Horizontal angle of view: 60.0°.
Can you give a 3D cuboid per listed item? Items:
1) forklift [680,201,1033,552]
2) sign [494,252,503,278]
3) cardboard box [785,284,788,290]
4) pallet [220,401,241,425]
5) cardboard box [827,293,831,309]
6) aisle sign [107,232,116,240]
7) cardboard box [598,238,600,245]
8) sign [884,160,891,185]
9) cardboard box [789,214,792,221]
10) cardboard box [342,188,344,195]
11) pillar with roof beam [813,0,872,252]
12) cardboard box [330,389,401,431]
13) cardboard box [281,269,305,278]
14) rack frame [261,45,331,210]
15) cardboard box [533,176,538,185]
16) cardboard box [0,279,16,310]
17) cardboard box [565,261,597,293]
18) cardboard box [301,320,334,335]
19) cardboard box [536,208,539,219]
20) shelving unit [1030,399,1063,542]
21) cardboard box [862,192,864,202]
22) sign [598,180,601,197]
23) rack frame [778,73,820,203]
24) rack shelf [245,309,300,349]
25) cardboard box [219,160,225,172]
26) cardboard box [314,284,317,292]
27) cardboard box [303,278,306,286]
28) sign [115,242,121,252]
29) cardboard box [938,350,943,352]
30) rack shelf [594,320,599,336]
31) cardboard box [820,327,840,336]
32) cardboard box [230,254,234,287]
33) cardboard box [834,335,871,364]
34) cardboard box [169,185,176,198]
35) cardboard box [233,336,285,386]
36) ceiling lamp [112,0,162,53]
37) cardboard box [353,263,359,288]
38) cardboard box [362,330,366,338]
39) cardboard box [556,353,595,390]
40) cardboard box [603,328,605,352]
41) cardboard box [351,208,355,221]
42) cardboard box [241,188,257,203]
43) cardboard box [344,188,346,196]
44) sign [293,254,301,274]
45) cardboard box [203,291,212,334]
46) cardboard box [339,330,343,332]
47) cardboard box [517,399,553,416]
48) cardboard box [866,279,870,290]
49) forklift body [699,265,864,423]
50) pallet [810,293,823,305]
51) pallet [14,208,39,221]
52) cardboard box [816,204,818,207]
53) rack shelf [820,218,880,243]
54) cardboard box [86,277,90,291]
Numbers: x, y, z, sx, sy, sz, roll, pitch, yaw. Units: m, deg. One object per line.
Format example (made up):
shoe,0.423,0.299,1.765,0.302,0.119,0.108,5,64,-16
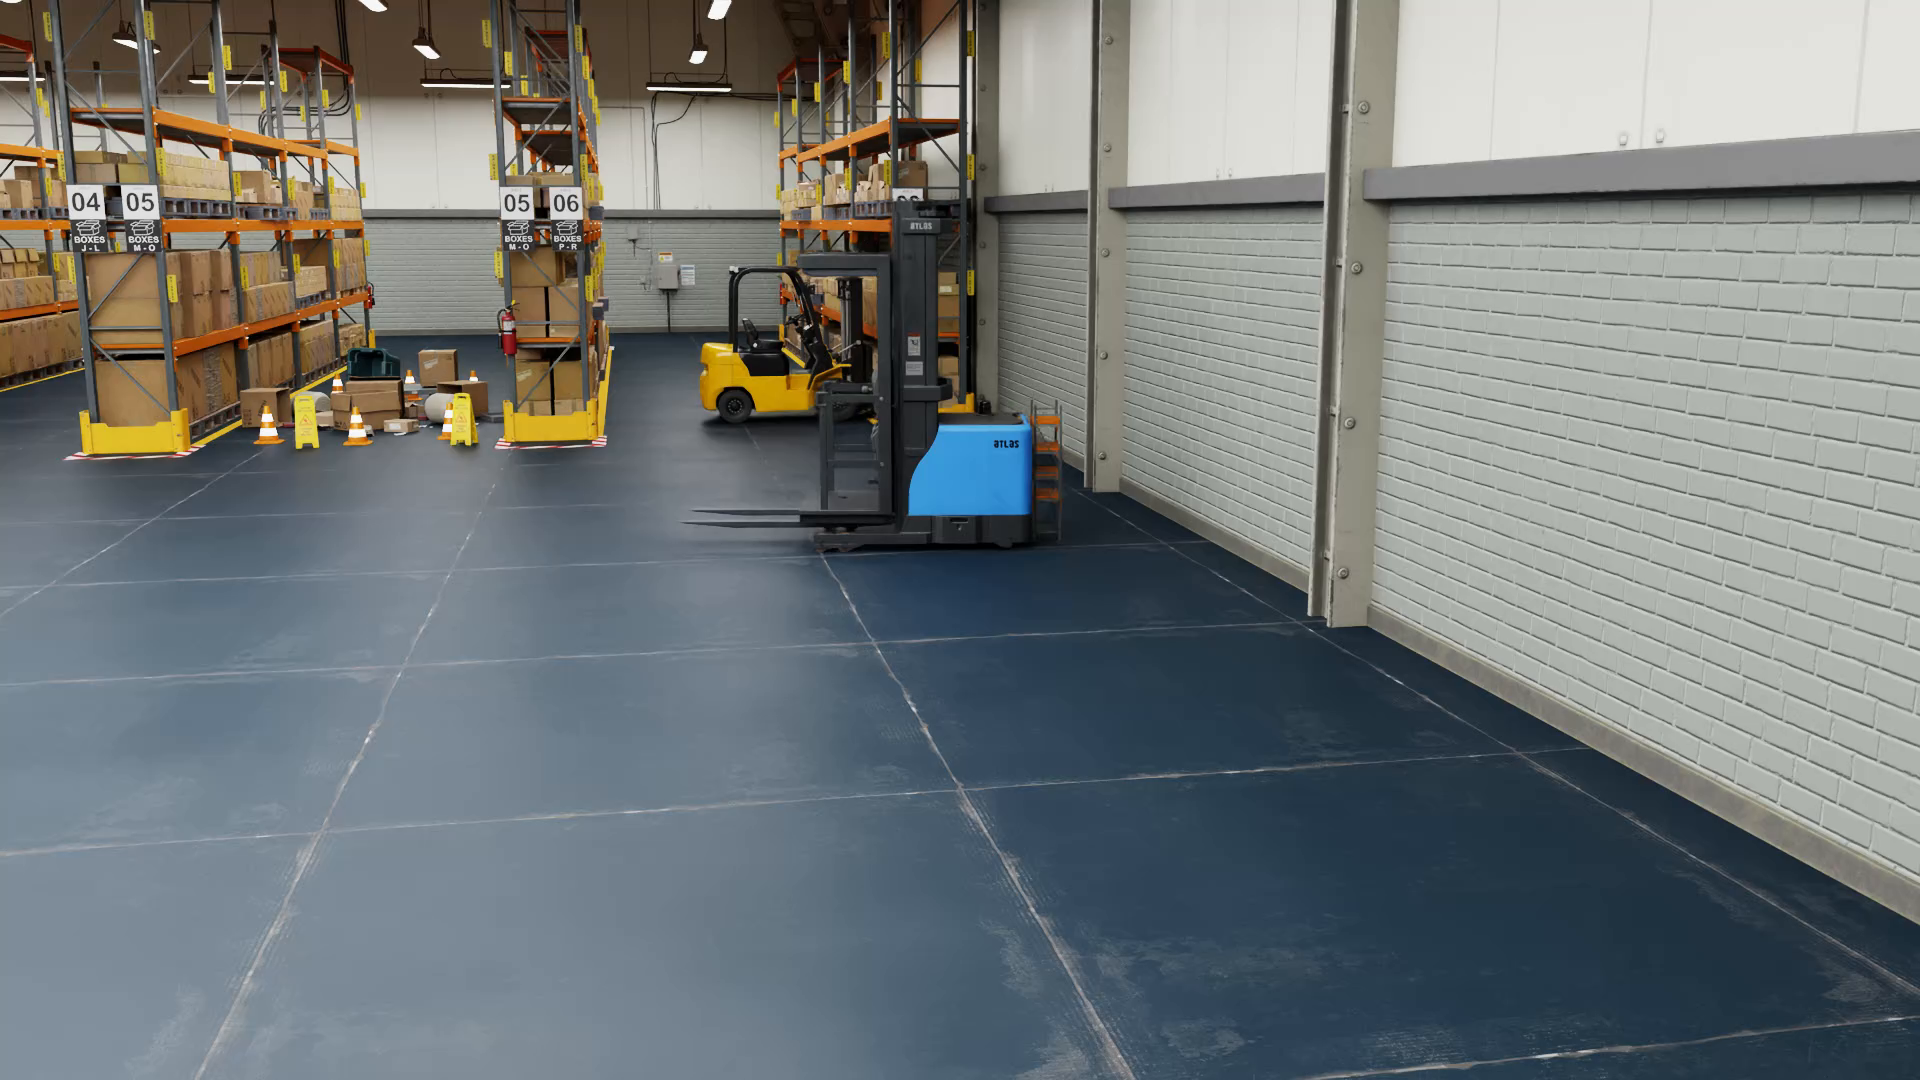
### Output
forklift,-0.897,-1.439,14.419,3.031,2.935,1.130,0,11,-1
sign,-5.825,-3.477,21.000,0.100,0.325,0.005,-2,11,-11
cardboard box,-3.726,-5.691,37.248,0.380,0.149,0.250,-2,11,-11
pallet,-10.820,-1.792,23.549,1.003,0.211,1.213,-2,11,-11
cardboard box,-2.025,-4.161,28.939,0.500,0.250,0.500,-2,11,-12
aisle sign,-17.829,-6.645,34.632,0.394,0.787,0.004,-2,11,-11
cardboard box,-7.917,-6.414,35.698,0.380,0.149,0.250,-2,11,-12
sign,-0.944,-4.803,21.730,0.100,0.325,0.005,-2,11,-11
cardboard box,-3.431,-6.838,35.250,0.380,0.149,0.250,-2,11,-10
cardboard box,-12.538,-6.966,33.246,0.380,0.149,0.250,-2,11,-13
pillar with roof beam,-6.217,-8.102,33.199,9.100,9.000,0.548,-2,11,-11
cardboard box,-8.102,-1.773,22.666,0.637,0.503,0.797,9,14,38
cardboard box,-11.772,-4.698,29.312,0.380,0.149,0.250,-2,11,-8
rack frame,-12.447,-7.719,31.183,1.000,3.000,0.127,-2,11,-11
cardboard box,-5.645,-4.611,21.418,0.380,0.149,0.250,-2,11,-10
cardboard box,-16.587,-4.213,28.540,0.500,0.500,0.500,-2,11,-12
cardboard box,-6.046,-4.184,26.470,0.500,0.500,0.500,-2,11,-11
cardboard box,-12.054,-3.991,31.199,0.500,0.250,0.500,-2,11,-13
cardboard box,-5.720,-4.269,21.754,0.380,0.149,0.250,-2,11,-9
shelving unit,0.759,-0.623,14.759,0.258,1.200,0.503,0,11,-1
cardboard box,-1.248,-5.055,24.494,0.380,0.149,0.250,-2,11,-9
sign,-7.081,-6.874,32.542,0.100,0.325,0.005,-2,11,-11
rack frame,-3.521,-8.832,37.033,1.000,3.000,0.127,-2,11,-11
rack shelf,-11.280,-3.318,26.030,1.077,0.370,4.000,-2,11,-11
cardboard box,-10.458,-5.200,23.120,0.380,0.149,0.250,-2,11,-11
cardboard box,-11.969,-4.599,30.384,0.380,0.149,0.250,-3,11,-13
cardboard box,-11.773,-4.554,29.351,0.380,0.149,0.250,-2,11,-11
sign,-17.575,-6.046,34.708,0.100,0.325,0.005,-2,11,-11
cardboard box,-0.504,-2.576,23.765,0.500,0.250,0.500,-2,11,-11
rack shelf,-6.444,-3.516,27.073,1.077,0.370,4.000,-2,11,-11
cardboard box,-2.393,-3.845,30.703,0.380,0.149,0.250,-3,11,-14
cardboard box,-10.993,-3.936,24.410,0.700,0.500,0.500,-2,11,-12
cardboard box,-1.722,-3.223,28.836,0.875,0.625,0.625,-2,11,-9
cardboard box,-9.915,-4.298,20.513,0.380,0.149,0.250,-2,11,-10
cardboard box,-11.465,-2.864,26.615,1.050,0.750,0.750,-2,11,-10
ceiling lamp,-14.466,-10.372,29.510,0.800,3.185,2.000,-2,11,-11
cardboard box,-12.682,-5.440,34.194,0.500,0.500,0.500,-2,11,-11
cardboard box,-12.842,-4.371,35.344,0.380,0.149,0.250,-2,11,-13
cardboard box,-5.363,-2.344,23.213,0.500,0.500,0.500,-2,11,-10
cardboard box,-7.628,-4.037,33.613,0.875,0.438,0.875,-2,11,-12
cardboard box,-12.687,-6.647,33.974,0.500,0.250,0.500,-2,11,-9
cardboard box,-11.047,-5.318,25.563,0.396,0.266,0.258,-2,11,-11
cardboard box,-12.594,-7.013,33.497,0.380,0.149,0.250,-2,11,-13
sign,-11.125,-4.628,27.891,0.100,0.325,0.005,-2,11,-11
cardboard box,-10.487,-3.014,22.108,0.875,0.550,0.500,-2,11,-11
cardboard box,-12.477,-4.085,33.046,0.380,0.149,0.250,-2,11,-12
cardboard box,-5.703,-1.768,22.193,0.500,0.250,0.500,-2,11,-11
cardboard box,-1.162,-3.748,24.364,0.380,0.149,0.250,-2,11,-13
forklift body,-2.567,-2.815,23.734,2.313,2.155,1.214,-2,11,-11
pallet,-2.165,-4.445,30.543,1.213,0.211,1.003,-2,11,-11
pallet,-17.105,-5.823,29.757,0.805,0.209,1.217,-3,11,-13
cardboard box,-2.494,-6.307,31.122,0.380,0.149,0.250,-2,11,-9
rack shelf,-1.576,-5.171,27.745,1.077,0.370,4.000,-2,11,-11
cardboard box,-17.452,-5.055,32.838,0.500,0.250,0.500,-2,11,-11
